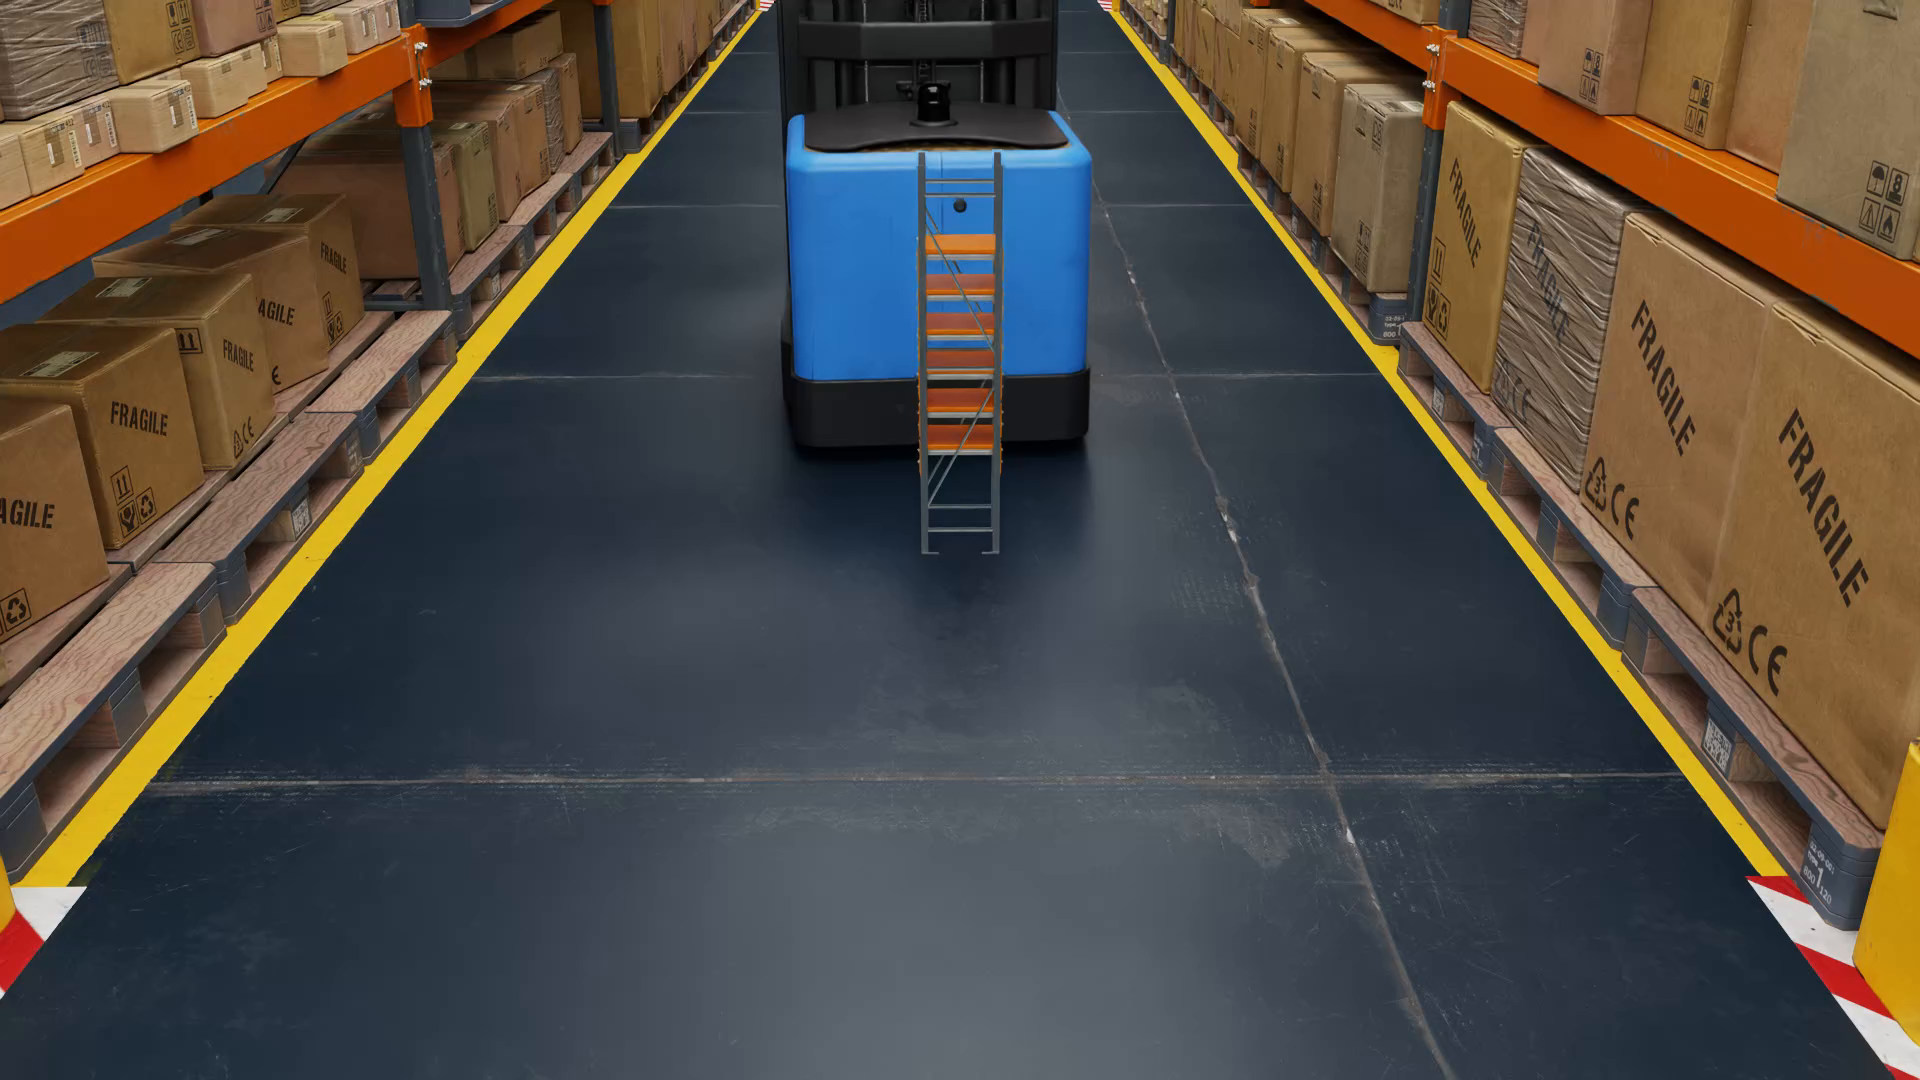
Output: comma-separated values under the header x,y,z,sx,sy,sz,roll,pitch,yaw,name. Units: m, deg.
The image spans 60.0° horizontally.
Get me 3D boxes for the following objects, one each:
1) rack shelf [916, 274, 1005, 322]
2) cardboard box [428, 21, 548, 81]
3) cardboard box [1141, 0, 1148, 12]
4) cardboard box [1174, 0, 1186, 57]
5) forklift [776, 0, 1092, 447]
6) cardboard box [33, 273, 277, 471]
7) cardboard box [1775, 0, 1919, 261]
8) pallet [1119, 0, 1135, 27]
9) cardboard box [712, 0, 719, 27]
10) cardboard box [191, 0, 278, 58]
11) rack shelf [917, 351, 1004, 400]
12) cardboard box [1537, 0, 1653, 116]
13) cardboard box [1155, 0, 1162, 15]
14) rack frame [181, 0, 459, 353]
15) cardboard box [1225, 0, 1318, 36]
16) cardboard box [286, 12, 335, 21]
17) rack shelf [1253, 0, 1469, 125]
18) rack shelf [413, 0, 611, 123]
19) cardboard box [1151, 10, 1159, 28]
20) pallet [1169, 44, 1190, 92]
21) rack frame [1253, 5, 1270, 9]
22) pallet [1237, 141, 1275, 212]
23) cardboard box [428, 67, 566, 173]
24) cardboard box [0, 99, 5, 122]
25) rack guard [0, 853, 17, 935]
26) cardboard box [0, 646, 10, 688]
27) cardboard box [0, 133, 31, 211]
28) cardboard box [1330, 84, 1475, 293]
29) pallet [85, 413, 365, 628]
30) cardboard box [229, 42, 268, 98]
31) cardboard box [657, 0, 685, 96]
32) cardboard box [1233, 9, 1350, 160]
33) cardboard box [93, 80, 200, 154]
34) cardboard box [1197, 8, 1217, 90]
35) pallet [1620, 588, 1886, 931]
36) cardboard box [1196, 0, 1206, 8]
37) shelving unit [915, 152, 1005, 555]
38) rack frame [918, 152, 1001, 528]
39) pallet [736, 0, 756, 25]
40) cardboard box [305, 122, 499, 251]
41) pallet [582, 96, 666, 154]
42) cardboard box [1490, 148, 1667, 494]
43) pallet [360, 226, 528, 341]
x,y,z,sx,sy,sz,roll,pitch,yaw,name
0.000,-0.719,4.909,0.258,0.103,0.180,0,24,-1,rack shelf
-2.607,-2.700,9.169,0.500,0.250,0.500,2,24,5,cardboard box
1.930,-5.106,15.849,0.380,0.149,0.250,0,24,-1,cardboard box
2.000,-4.167,13.346,0.500,0.500,0.500,1,24,1,cardboard box
-0.186,-2.229,6.622,1.130,2.935,3.031,-2,24,-4,forklift
-2.553,-0.539,5.325,0.500,0.500,0.500,-2,24,-5,cardboard box
2.311,-0.923,3.468,0.875,0.550,0.550,0,24,-1,cardboard box
2.188,-5.431,17.003,1.003,0.211,1.213,0,24,-1,pallet
-2.631,-4.935,14.590,0.875,0.875,0.875,0,24,-1,cardboard box
-2.597,-1.726,4.945,0.875,0.500,0.500,0,24,-1,cardboard box
0.000,-0.500,5.008,0.258,0.103,0.180,0,24,-1,rack shelf
2.277,-1.590,4.944,0.875,0.550,0.550,0,24,-1,cardboard box
1.921,-4.688,14.564,0.380,0.149,0.250,-1,24,-3,cardboard box
-2.616,-2.143,6.348,1.000,3.000,0.127,0,24,-1,rack frame
2.031,-3.446,10.844,0.500,0.250,0.500,-1,24,-2,cardboard box
-2.384,-1.735,5.750,0.380,0.149,0.250,0,24,-1,cardboard box
2.323,-2.620,8.275,1.077,0.370,4.000,0,24,-1,rack shelf
-2.638,-2.639,8.318,1.077,0.370,4.000,0,24,-1,rack shelf
1.926,-4.688,14.926,0.380,0.149,0.250,-1,24,-2,cardboard box
2.267,-3.829,13.459,1.003,0.211,1.213,0,24,-1,pallet
2.301,-3.772,9.949,1.000,3.000,0.127,0,24,-1,rack frame
2.234,-2.176,9.805,1.003,0.211,1.213,0,24,-1,pallet
-2.614,-2.348,9.301,0.700,0.500,0.500,-2,24,-5,cardboard box
-2.676,-1.108,3.577,0.875,0.500,0.500,0,24,-1,cardboard box
-2.573,0.613,3.288,1.175,0.500,0.348,0,24,-1,rack guard
-2.563,0.196,3.701,0.500,0.500,0.500,4,25,9,cardboard box
-2.332,-0.808,3.701,0.380,0.149,0.250,0,24,-1,cardboard box
2.248,-1.545,7.247,1.050,0.750,0.750,0,24,-1,cardboard box
-2.557,-0.092,5.197,1.003,0.211,1.213,0,24,-1,pallet
-2.356,-1.426,5.067,0.380,0.149,0.250,0,24,-1,cardboard box
-2.648,-3.666,11.785,1.225,0.875,0.875,0,24,0,cardboard box
2.218,-2.687,9.771,1.050,0.750,0.750,-1,24,-1,cardboard box
-2.257,-1.117,4.385,0.380,0.149,0.250,0,24,-1,cardboard box
2.008,-3.526,11.930,0.500,0.500,0.500,-1,24,-3,cardboard box
2.301,0.466,3.963,1.003,0.211,1.213,0,24,-1,pallet
2.011,-4.079,12.242,0.500,0.250,0.500,1,24,1,cardboard box
0.000,-0.541,4.990,0.258,1.200,0.189,0,24,-1,shelving unit
-0.001,-0.578,5.073,0.240,1.200,0.006,0,24,-1,rack frame
-2.660,-5.488,17.128,1.003,0.211,1.213,0,24,-1,pallet
-2.588,-1.654,7.767,0.700,0.500,0.500,0,24,-1,cardboard box
-2.593,-2.846,11.286,1.003,0.211,1.213,0,24,-1,pallet
2.295,-0.716,5.261,0.875,0.875,0.875,0,24,0,cardboard box
-2.626,-1.193,7.632,1.003,0.211,1.213,0,24,-1,pallet
